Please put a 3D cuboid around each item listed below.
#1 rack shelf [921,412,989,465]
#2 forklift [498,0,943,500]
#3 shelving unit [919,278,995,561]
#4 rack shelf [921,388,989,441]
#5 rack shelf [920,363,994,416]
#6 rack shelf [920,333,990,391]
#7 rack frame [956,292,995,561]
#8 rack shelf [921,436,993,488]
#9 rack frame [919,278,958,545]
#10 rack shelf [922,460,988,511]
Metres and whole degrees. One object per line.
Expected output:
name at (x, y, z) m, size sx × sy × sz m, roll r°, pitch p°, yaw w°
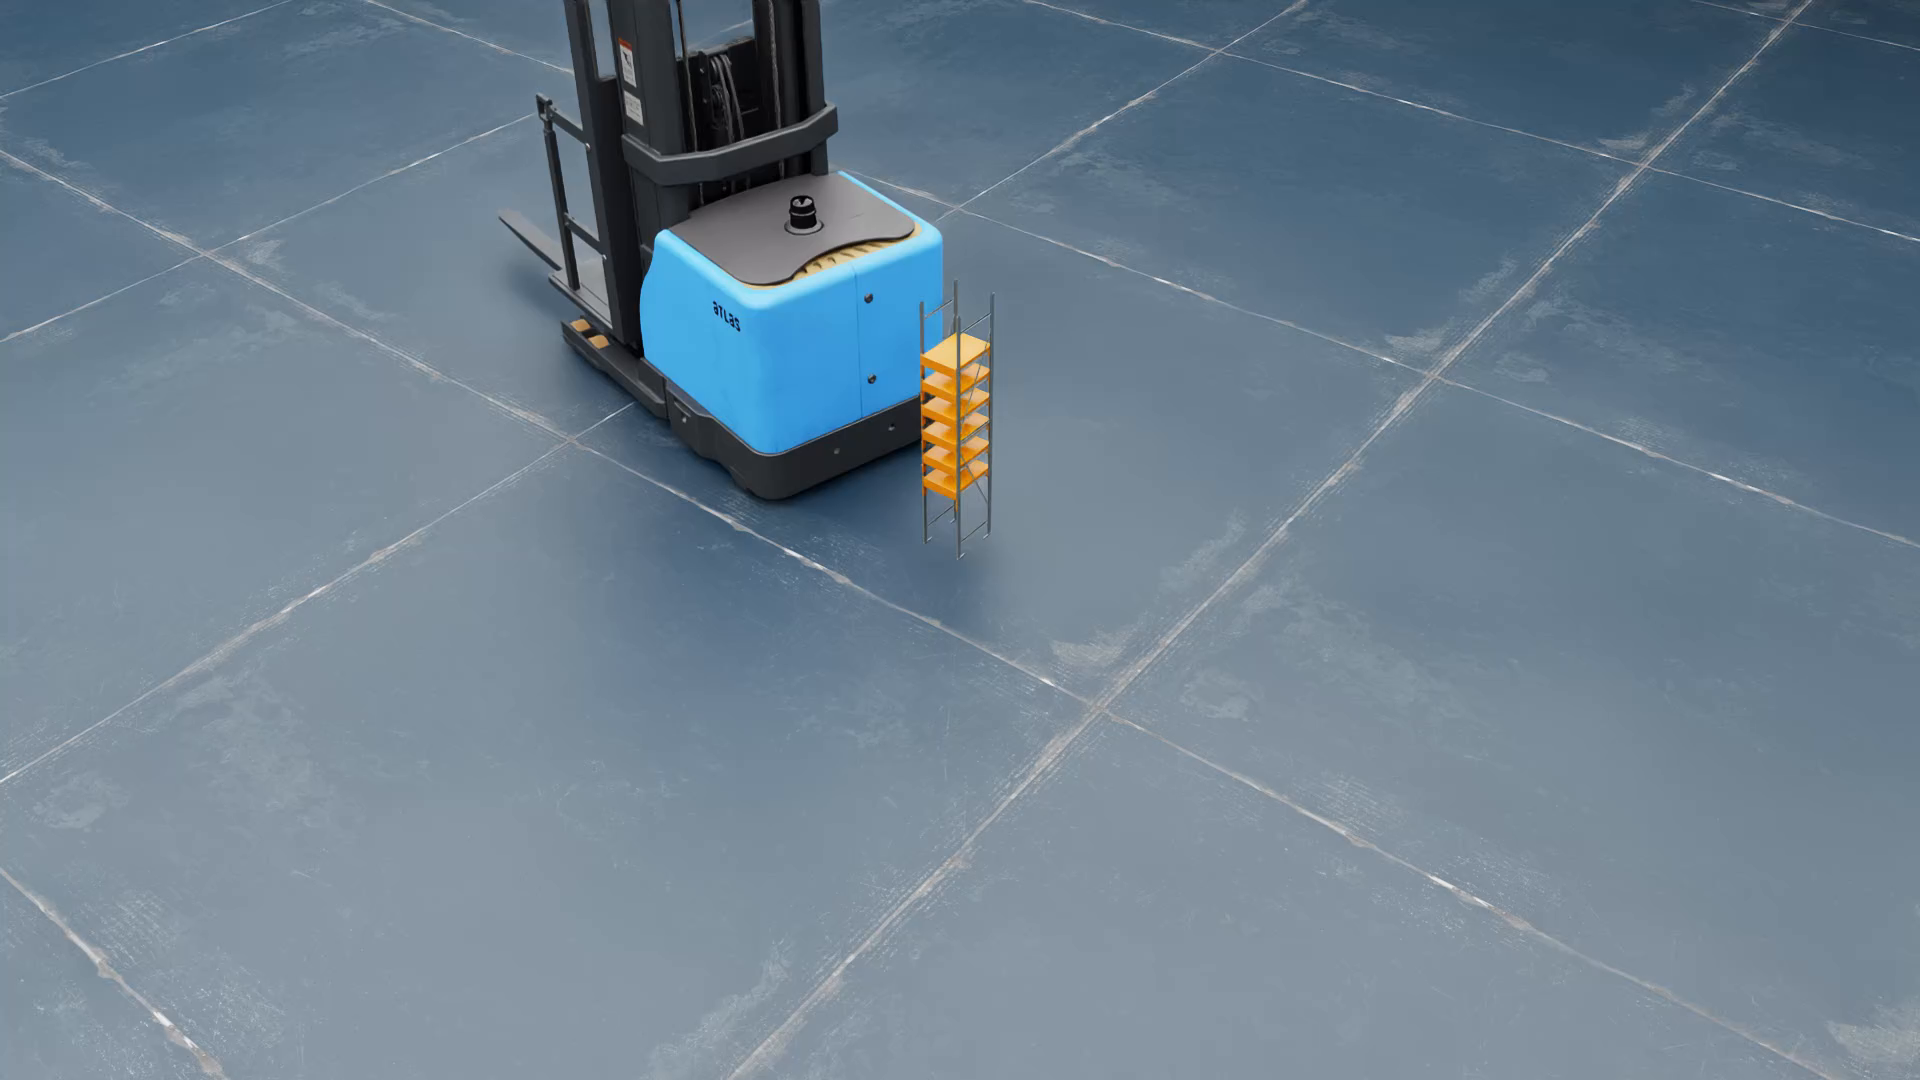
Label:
rack shelf at (-0.012, -0.443, 6.914) m, size 0.180 × 0.103 × 0.258 m, roll 25°, pitch 45°, yaw 29°
forklift at (-1.363, -2.183, 7.661) m, size 1.130 × 2.935 × 3.031 m, roll -26°, pitch 45°, yaw -29°
shelving unit at (-0.012, -0.478, 6.887) m, size 0.189 × 1.200 × 0.258 m, roll 25°, pitch 45°, yaw 29°
rack shelf at (-0.012, -0.537, 6.840) m, size 0.180 × 0.103 × 0.258 m, roll 25°, pitch 45°, yaw 29°
rack shelf at (-0.012, -0.632, 6.766) m, size 0.180 × 0.103 × 0.258 m, roll 25°, pitch 45°, yaw 29°
rack shelf at (-0.012, -0.726, 6.693) m, size 0.180 × 0.103 × 0.258 m, roll 25°, pitch 45°, yaw 29°
rack frame at (0.061, -0.444, 6.843) m, size 0.006 × 1.200 × 0.240 m, roll 25°, pitch 45°, yaw 29°
rack shelf at (-0.011, -0.348, 6.988) m, size 0.180 × 0.103 × 0.258 m, roll 25°, pitch 45°, yaw 29°
rack frame at (-0.084, -0.512, 6.931) m, size 0.006 × 1.200 × 0.240 m, roll 25°, pitch 45°, yaw 29°
rack shelf at (-0.011, -0.254, 7.062) m, size 0.180 × 0.103 × 0.258 m, roll 25°, pitch 45°, yaw 29°
